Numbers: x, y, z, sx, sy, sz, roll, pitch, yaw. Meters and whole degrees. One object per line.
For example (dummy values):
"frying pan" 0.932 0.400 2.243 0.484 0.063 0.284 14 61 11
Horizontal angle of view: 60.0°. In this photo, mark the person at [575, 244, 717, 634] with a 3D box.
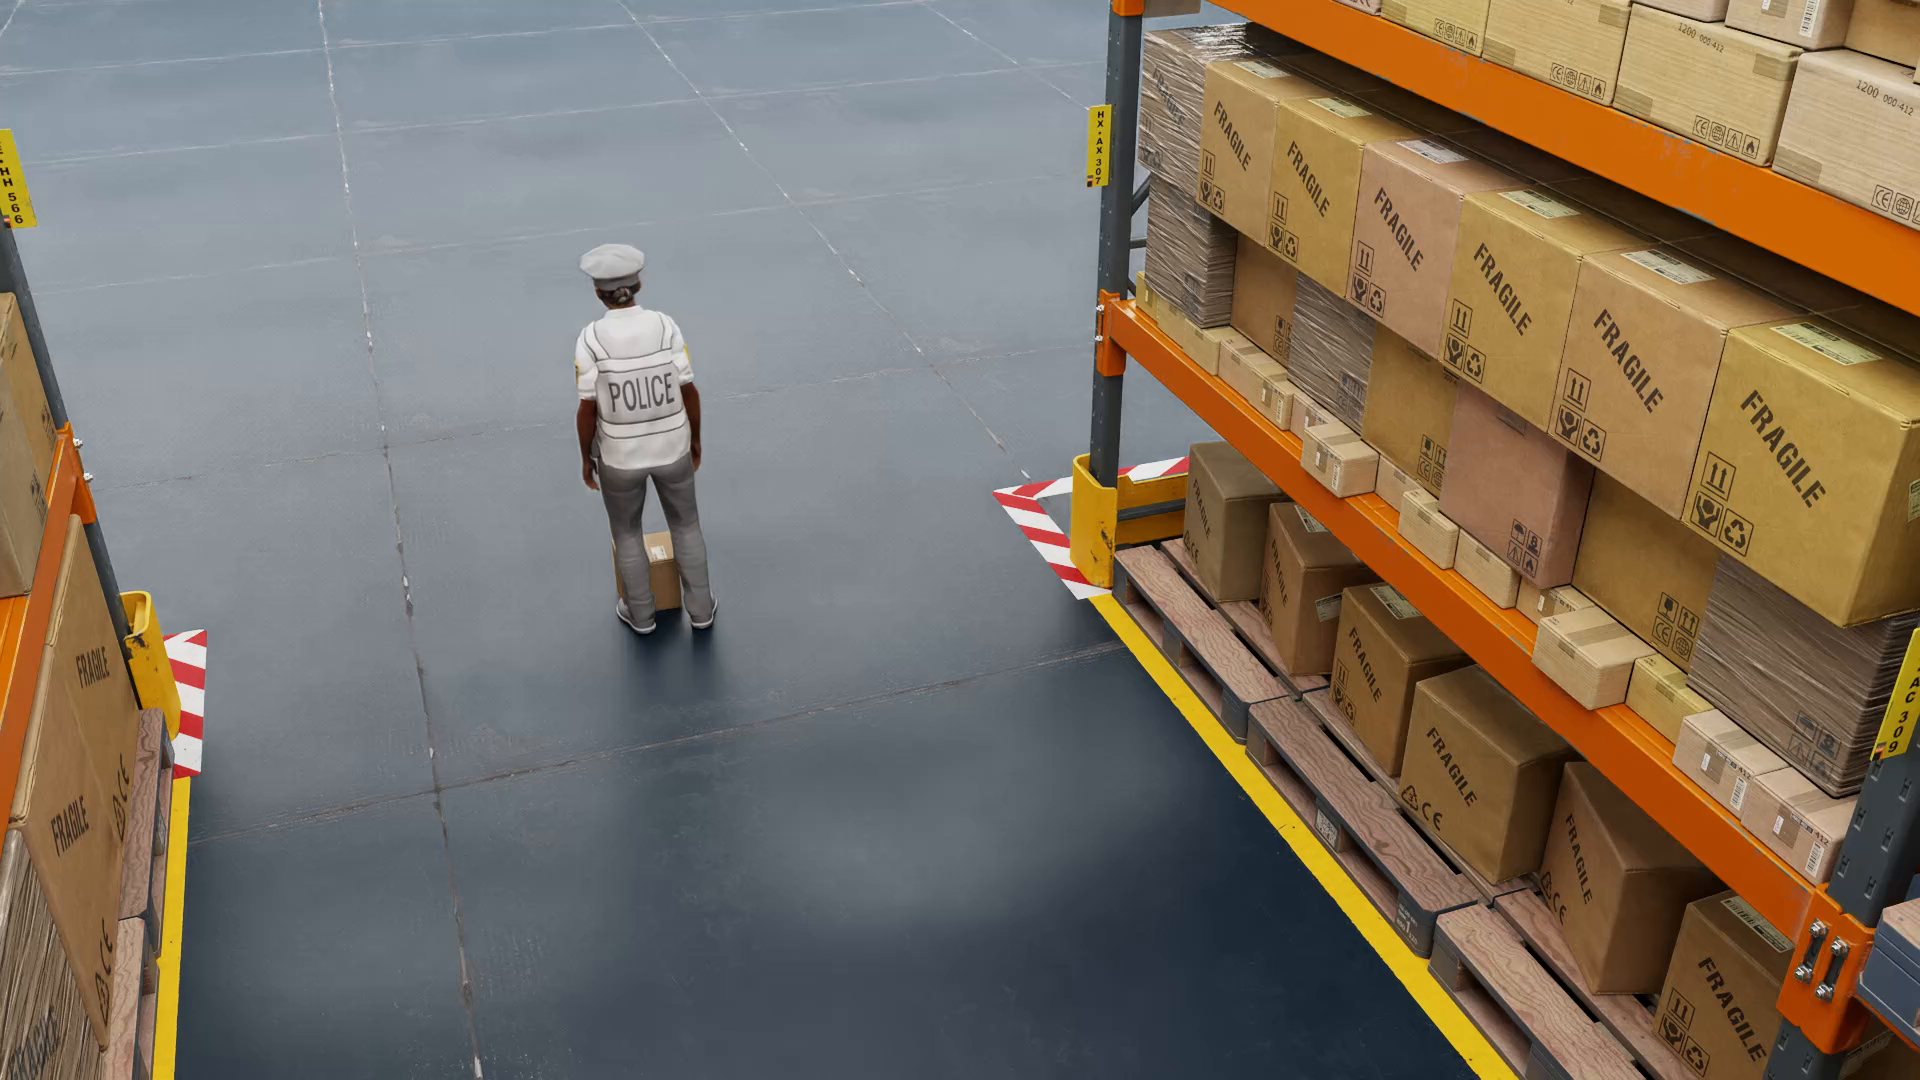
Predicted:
"person" -1.283 -0.362 6.757 0.517 1.657 0.417 -11 32 -18
